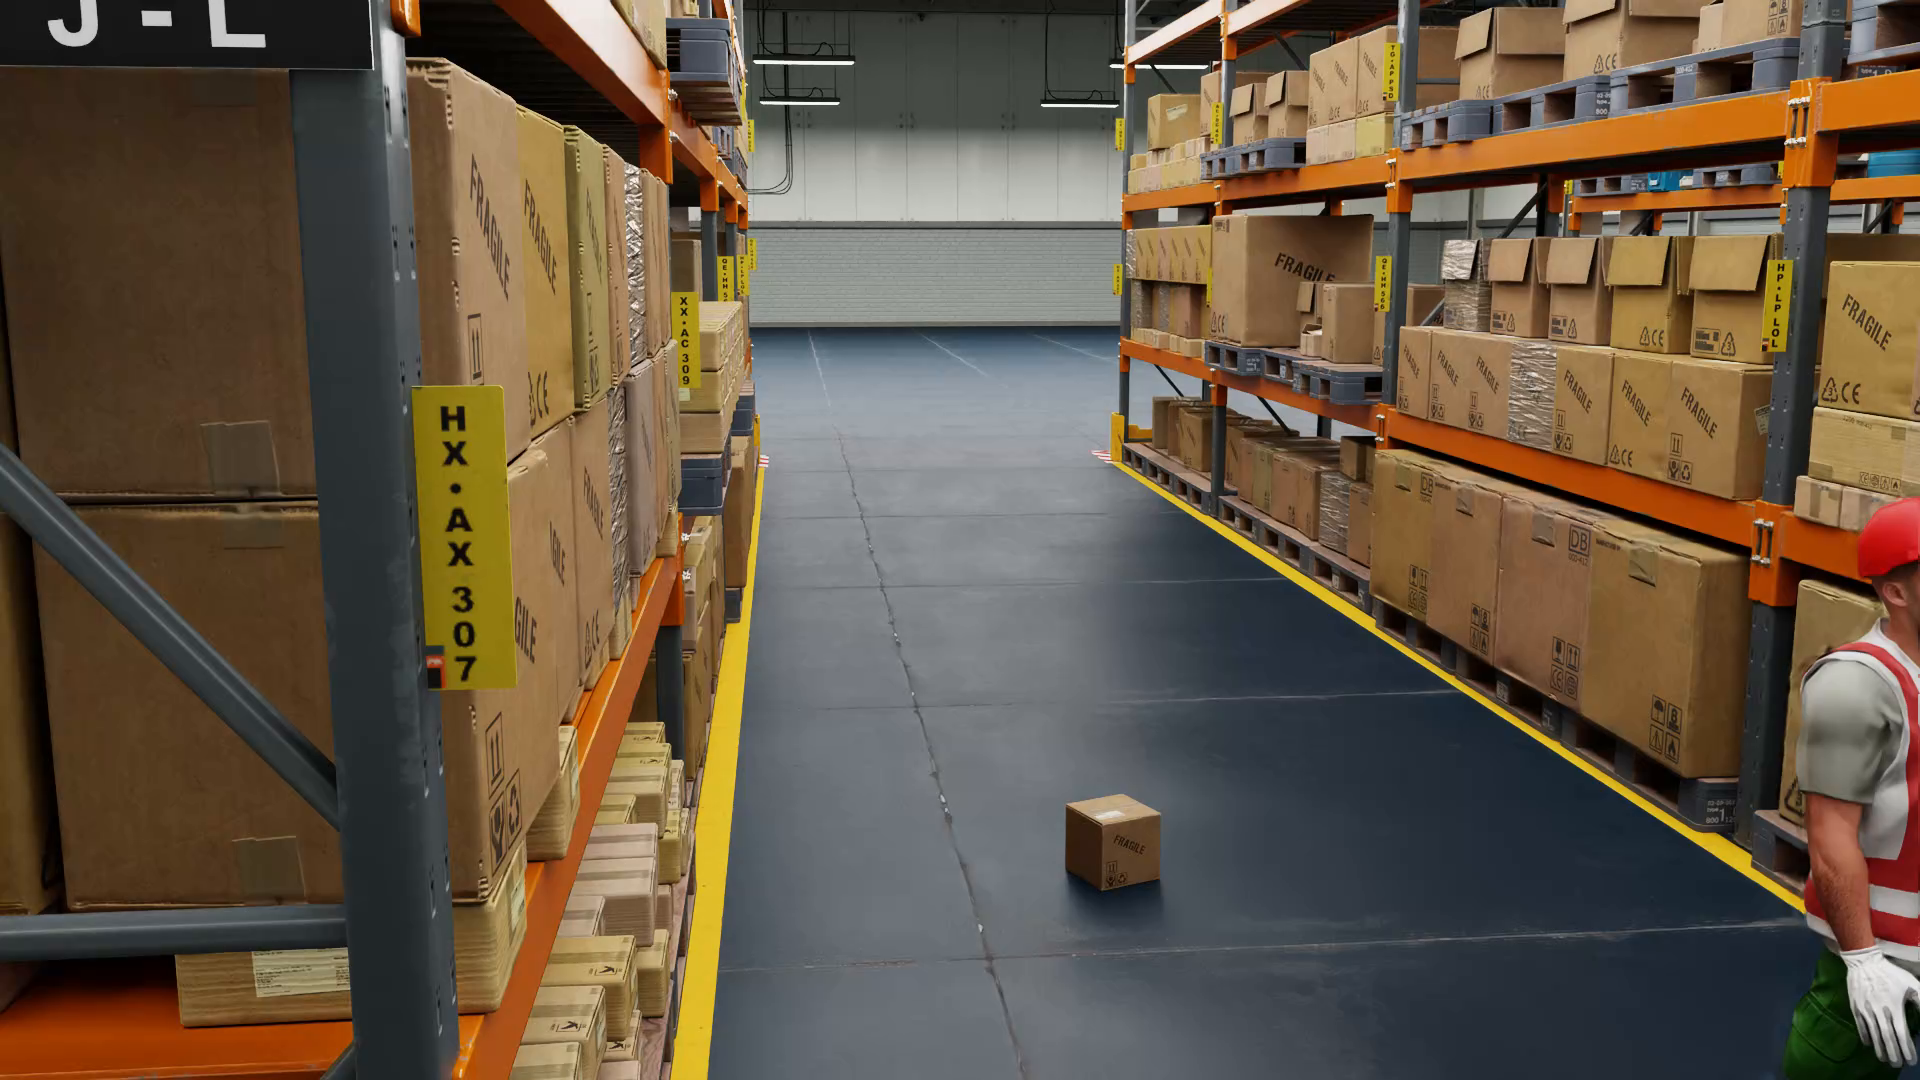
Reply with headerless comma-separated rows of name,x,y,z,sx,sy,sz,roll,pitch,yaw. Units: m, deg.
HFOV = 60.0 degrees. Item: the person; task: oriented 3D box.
person,1.862,0.788,3.300,0.534,1.753,0.975,-4,11,-23
